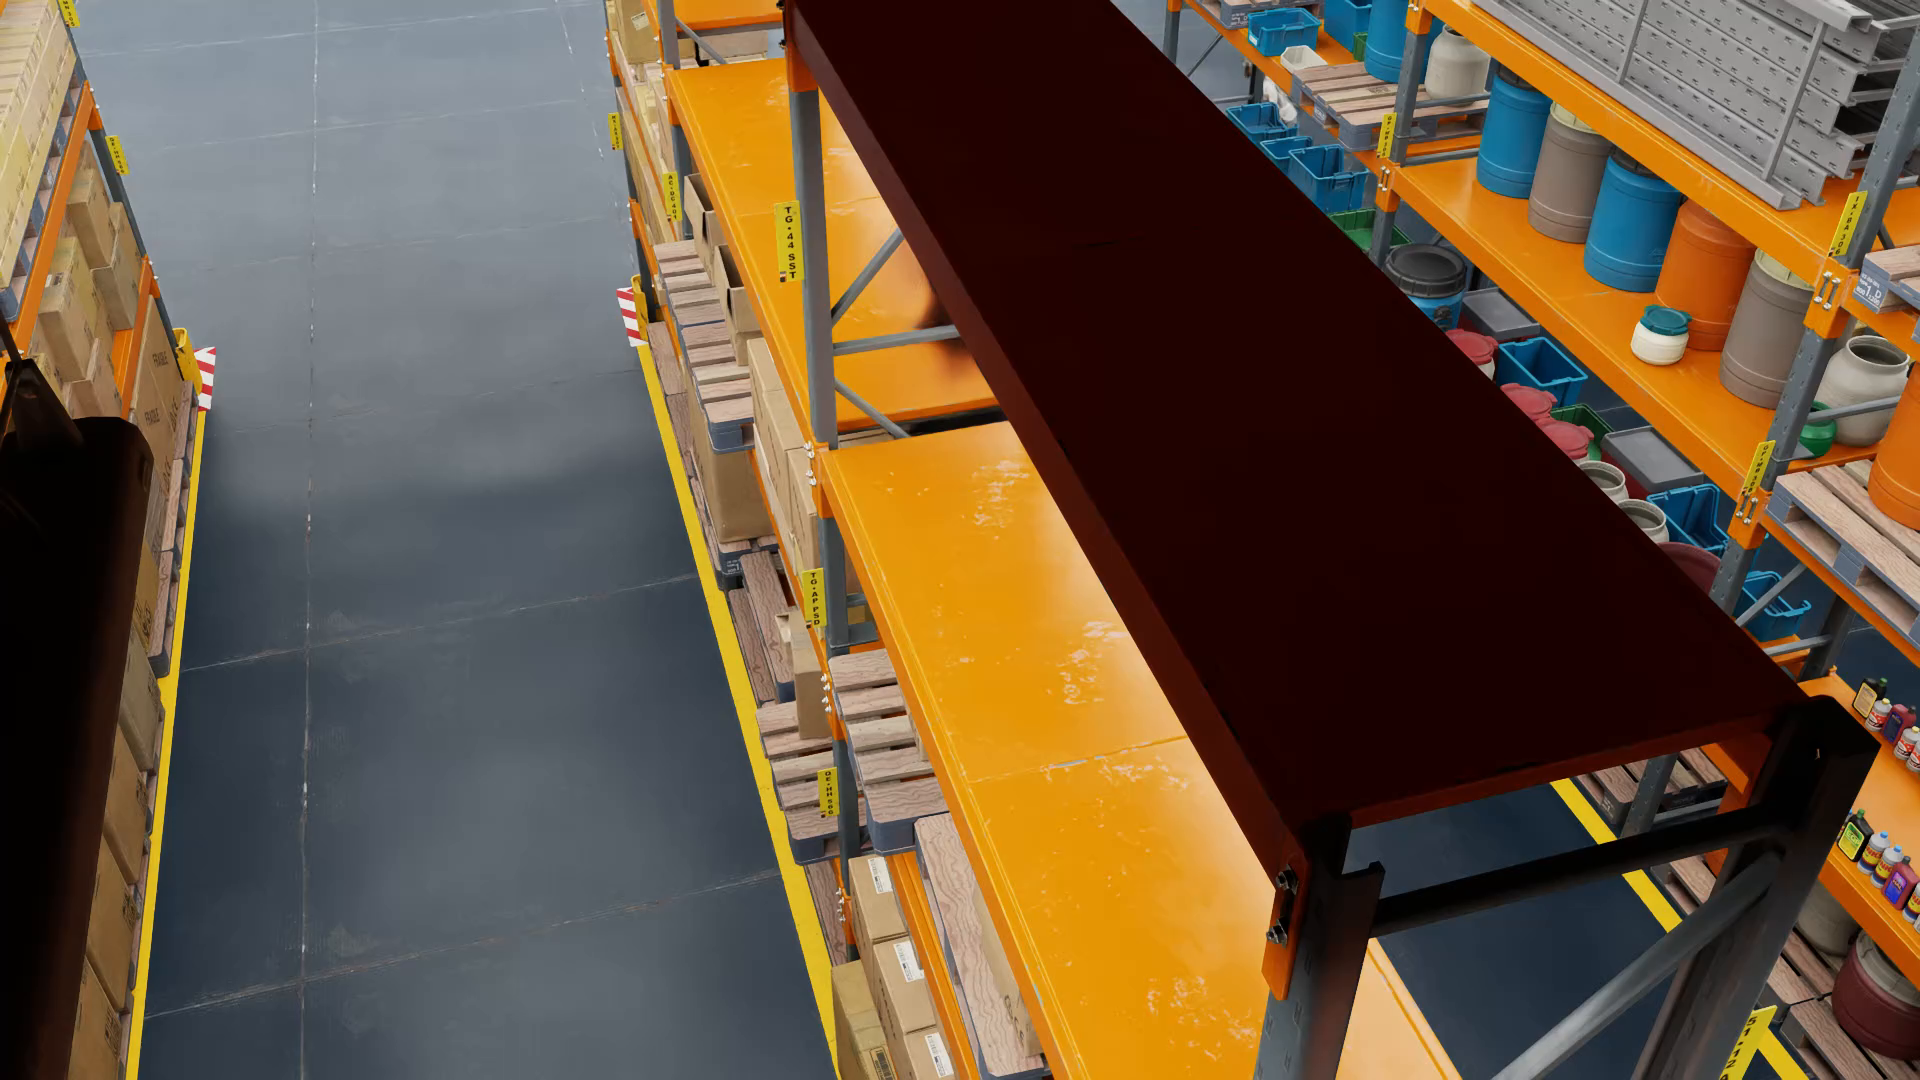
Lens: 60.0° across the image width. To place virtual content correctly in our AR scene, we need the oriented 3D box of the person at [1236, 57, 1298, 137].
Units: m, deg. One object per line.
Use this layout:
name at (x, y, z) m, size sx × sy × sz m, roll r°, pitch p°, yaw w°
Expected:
person at (3.257, -4.215, 16.937) m, size 0.962 × 1.608 × 0.623 m, roll -1°, pitch 38°, yaw -1°
